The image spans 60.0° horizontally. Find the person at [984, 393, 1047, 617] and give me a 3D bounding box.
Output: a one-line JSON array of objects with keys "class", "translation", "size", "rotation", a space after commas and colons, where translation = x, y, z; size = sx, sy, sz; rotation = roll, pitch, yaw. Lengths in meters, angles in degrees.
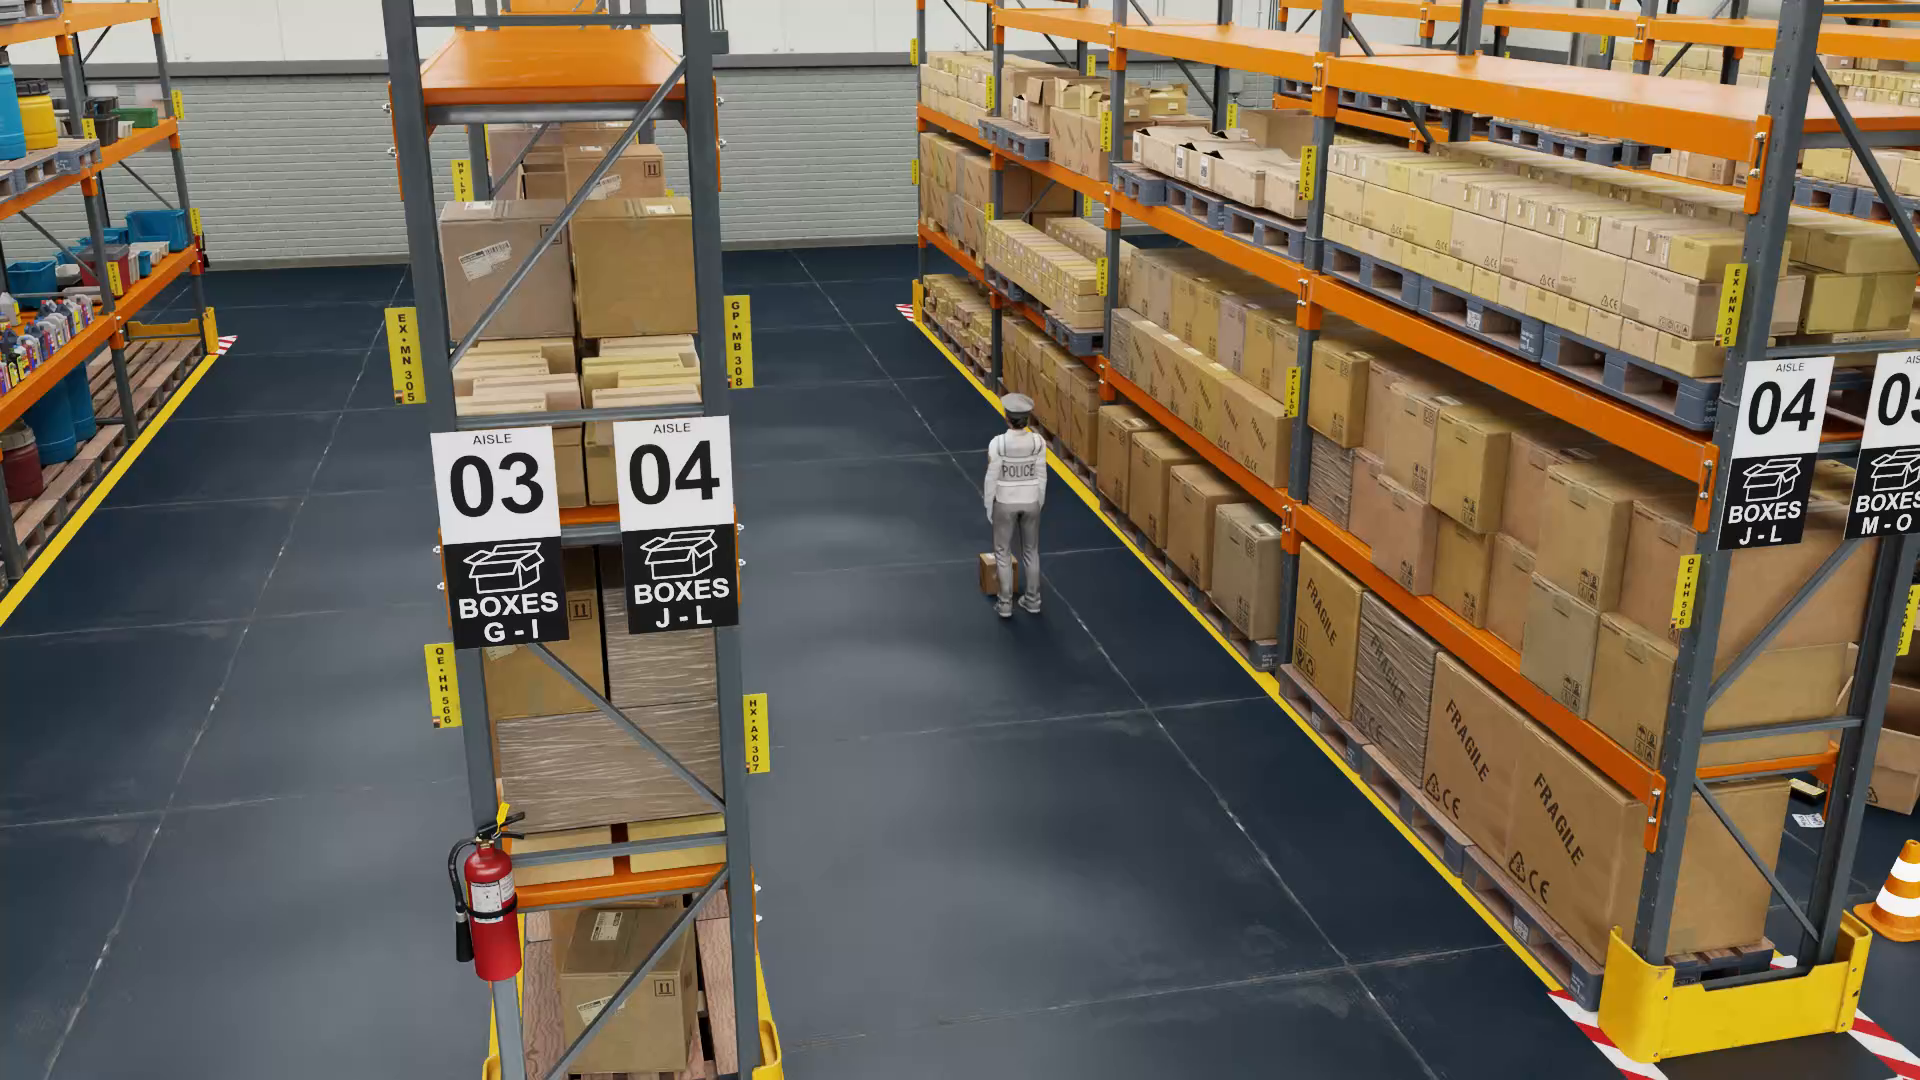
[{"class": "person", "translation": [0.402, -0.257, 12.271], "size": [0.465, 1.680, 0.340], "rotation": [-4, 20, -11]}]
